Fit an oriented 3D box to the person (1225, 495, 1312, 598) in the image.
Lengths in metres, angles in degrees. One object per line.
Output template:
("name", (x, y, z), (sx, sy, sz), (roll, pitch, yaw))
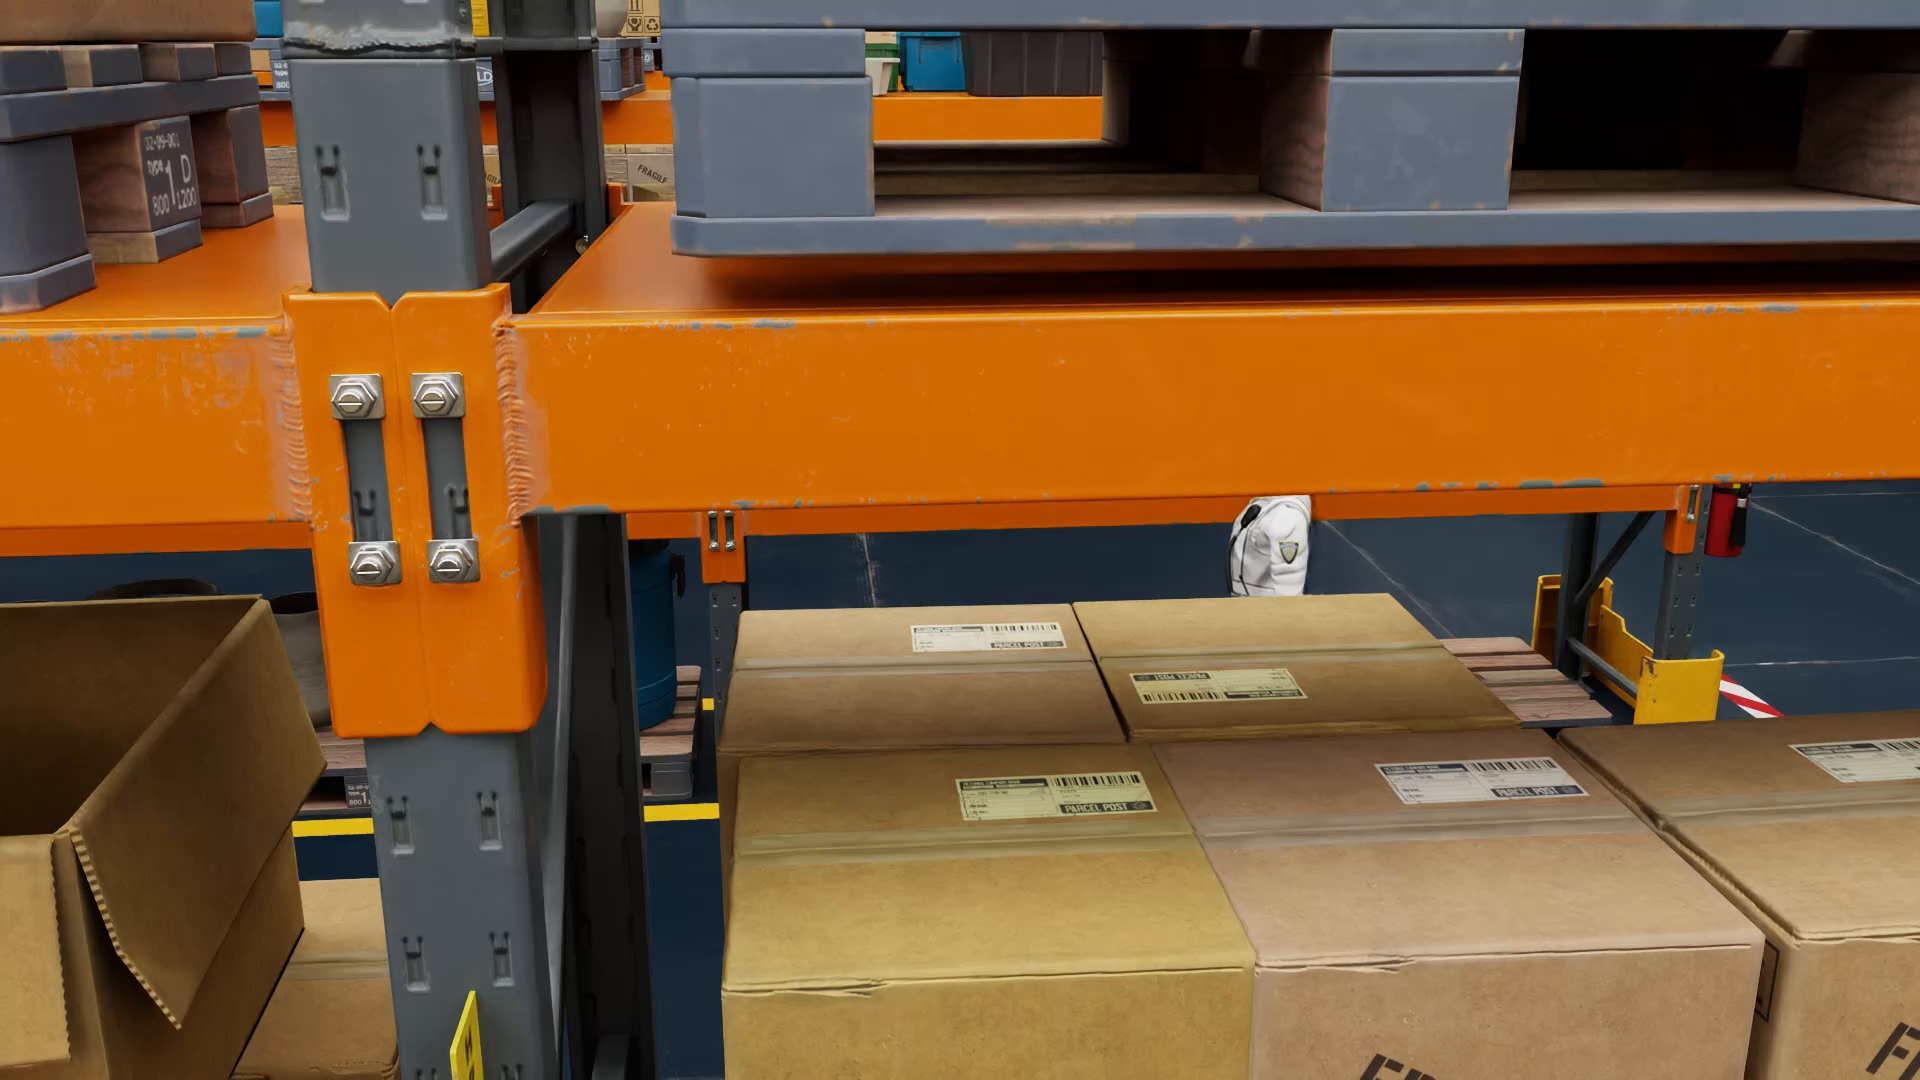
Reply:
("person", (1.122, 0.351, 6.333), (0.464, 1.731, 0.486), (4, 17, 14))
